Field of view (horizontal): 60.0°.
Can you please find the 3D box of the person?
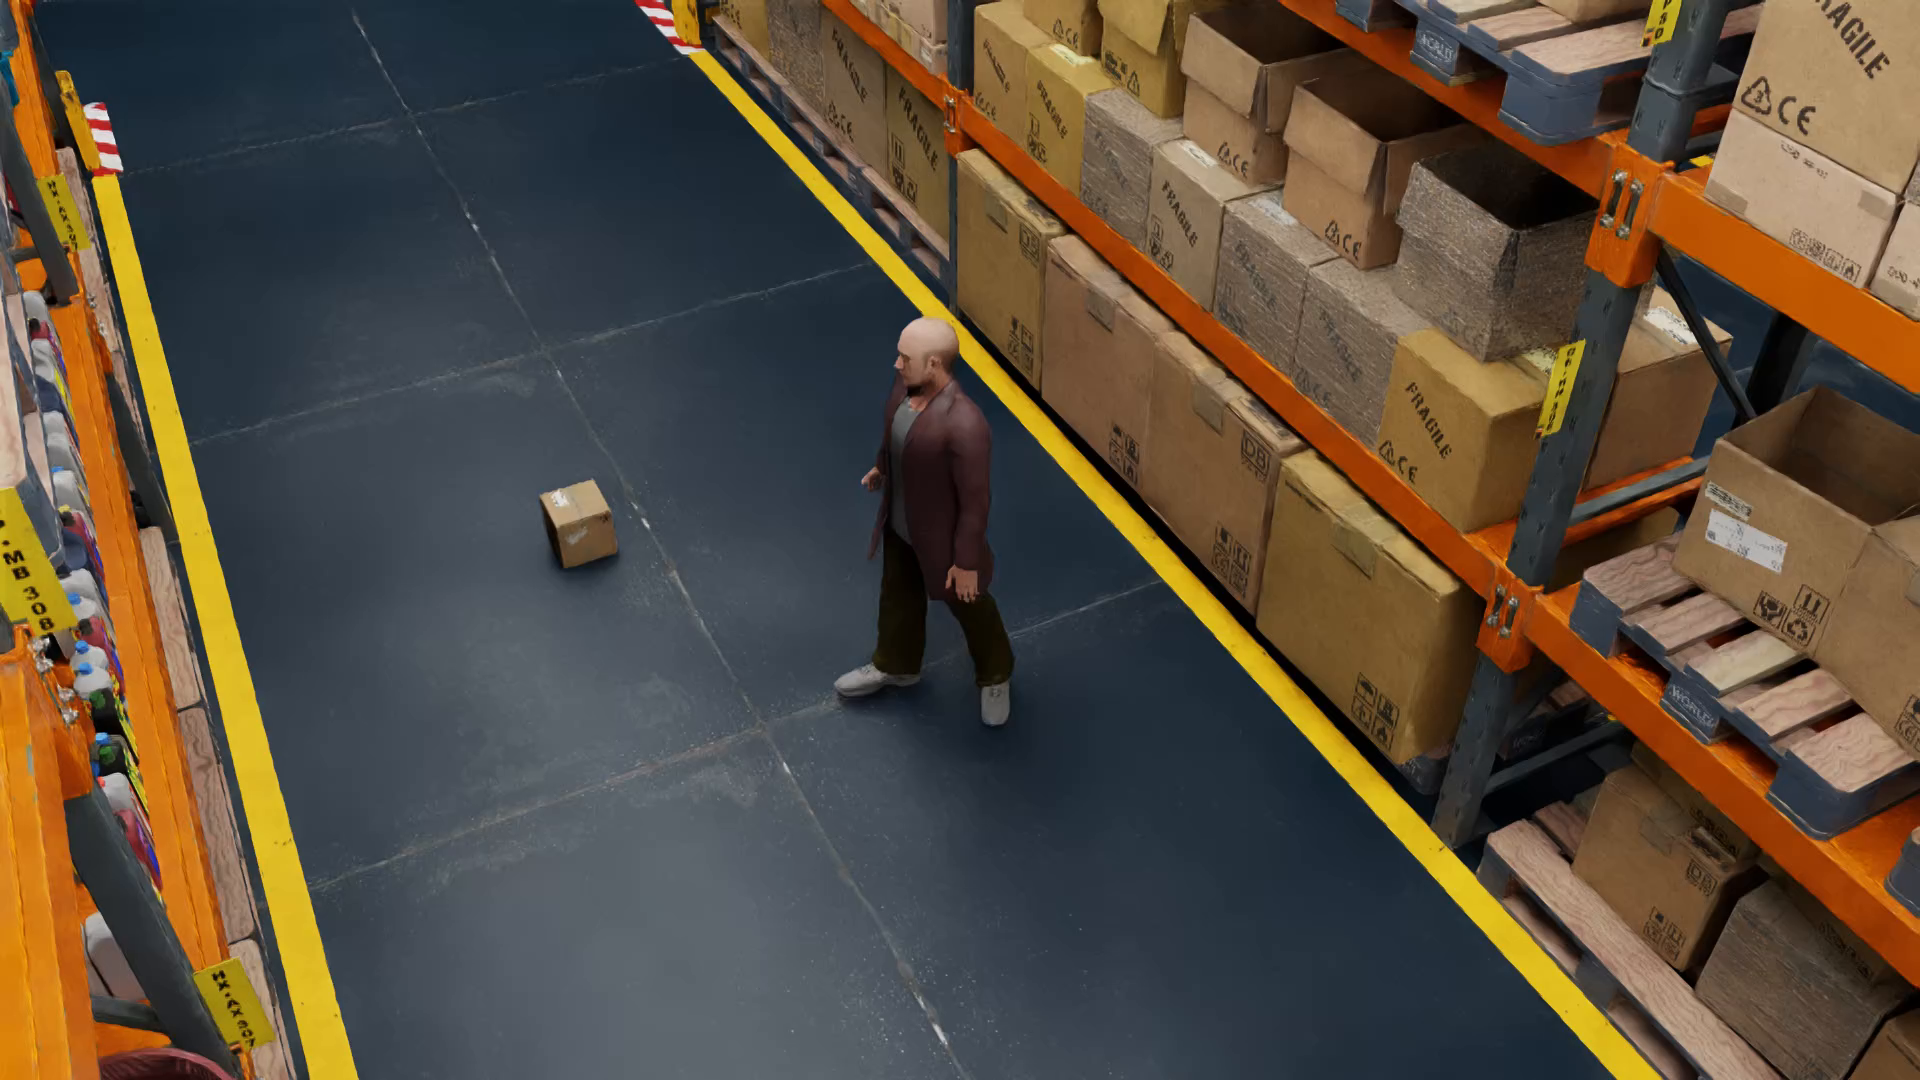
[{"bbox_3d":[-0.151,-0.079,6.246,0.674,1.775,0.779,-23,46,-25],"label":"person"}]
